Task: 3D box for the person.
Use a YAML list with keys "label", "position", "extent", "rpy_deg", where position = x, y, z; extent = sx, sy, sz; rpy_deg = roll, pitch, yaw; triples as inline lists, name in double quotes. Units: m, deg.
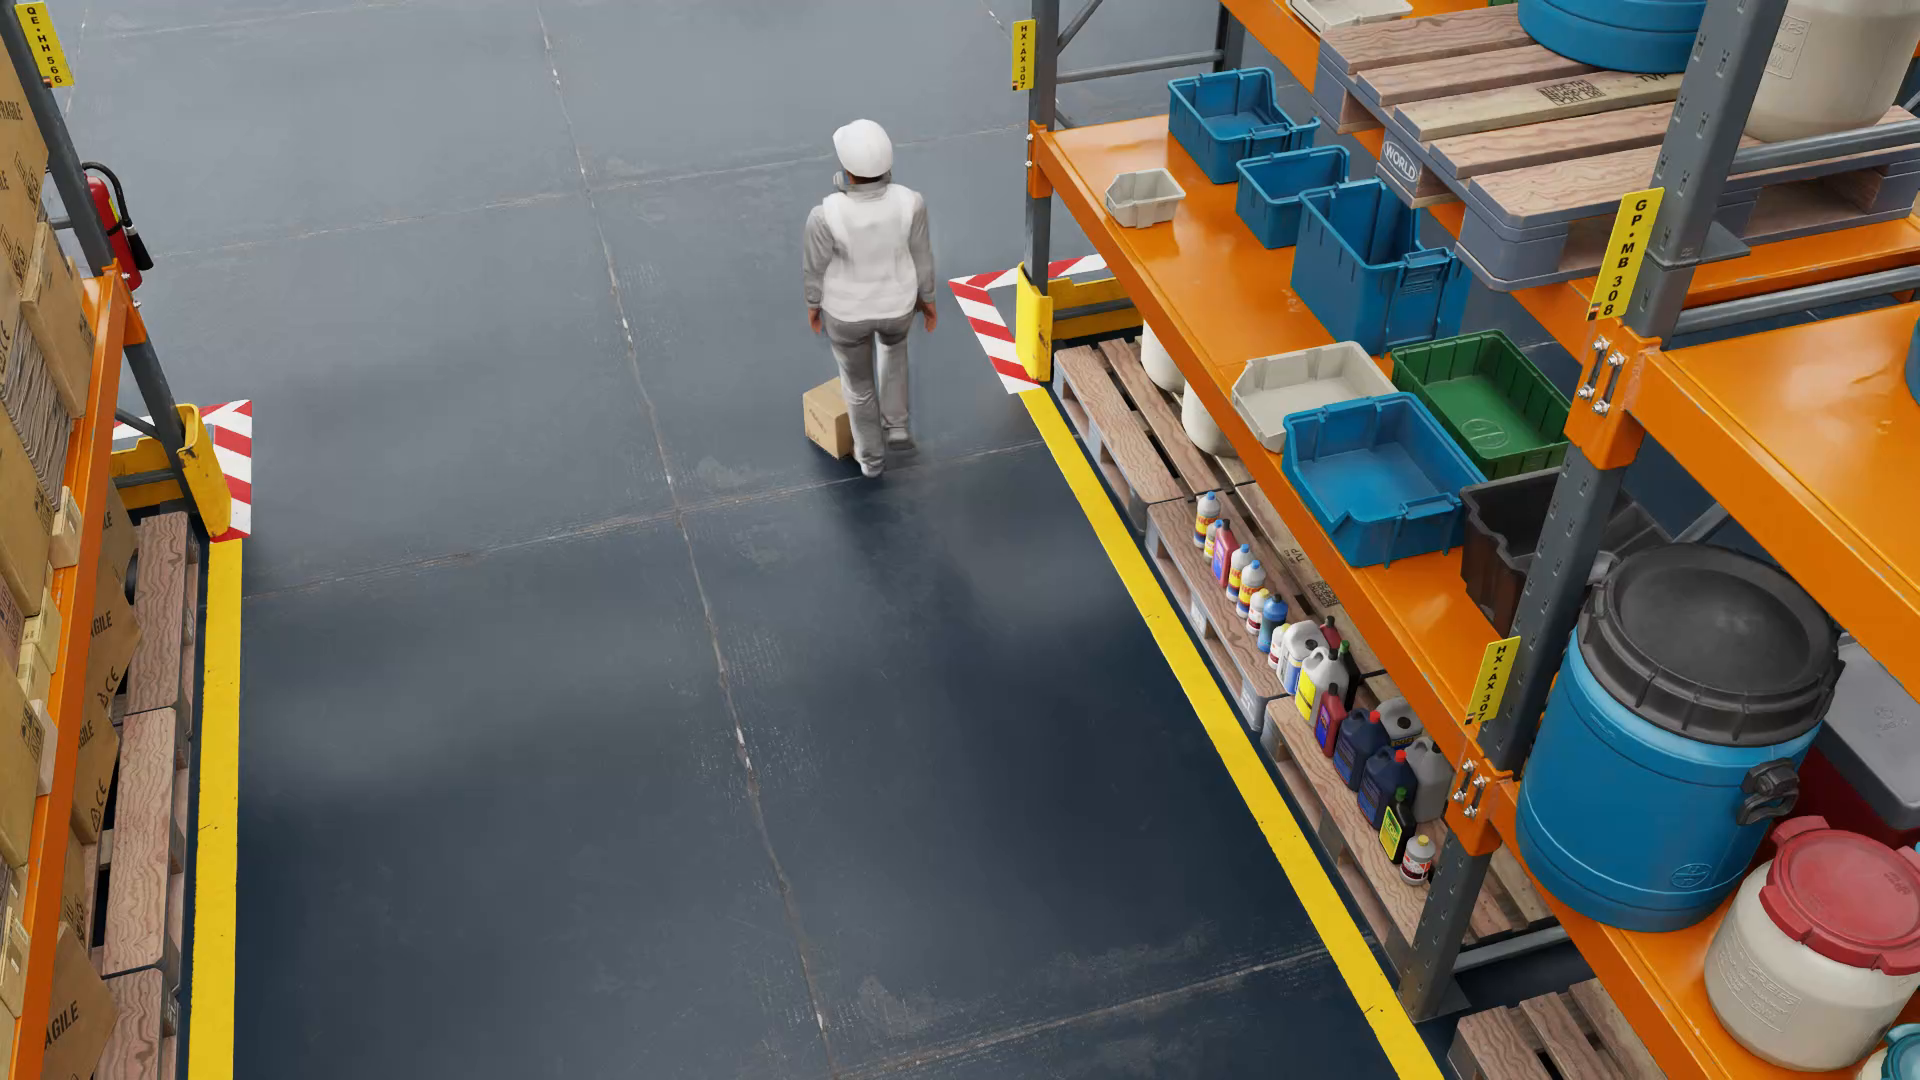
- label: "person"
  position: [-0.412, -1.069, 7.301]
  extent: [0.577, 1.783, 0.476]
  rpy_deg: [-12, 43, -13]
